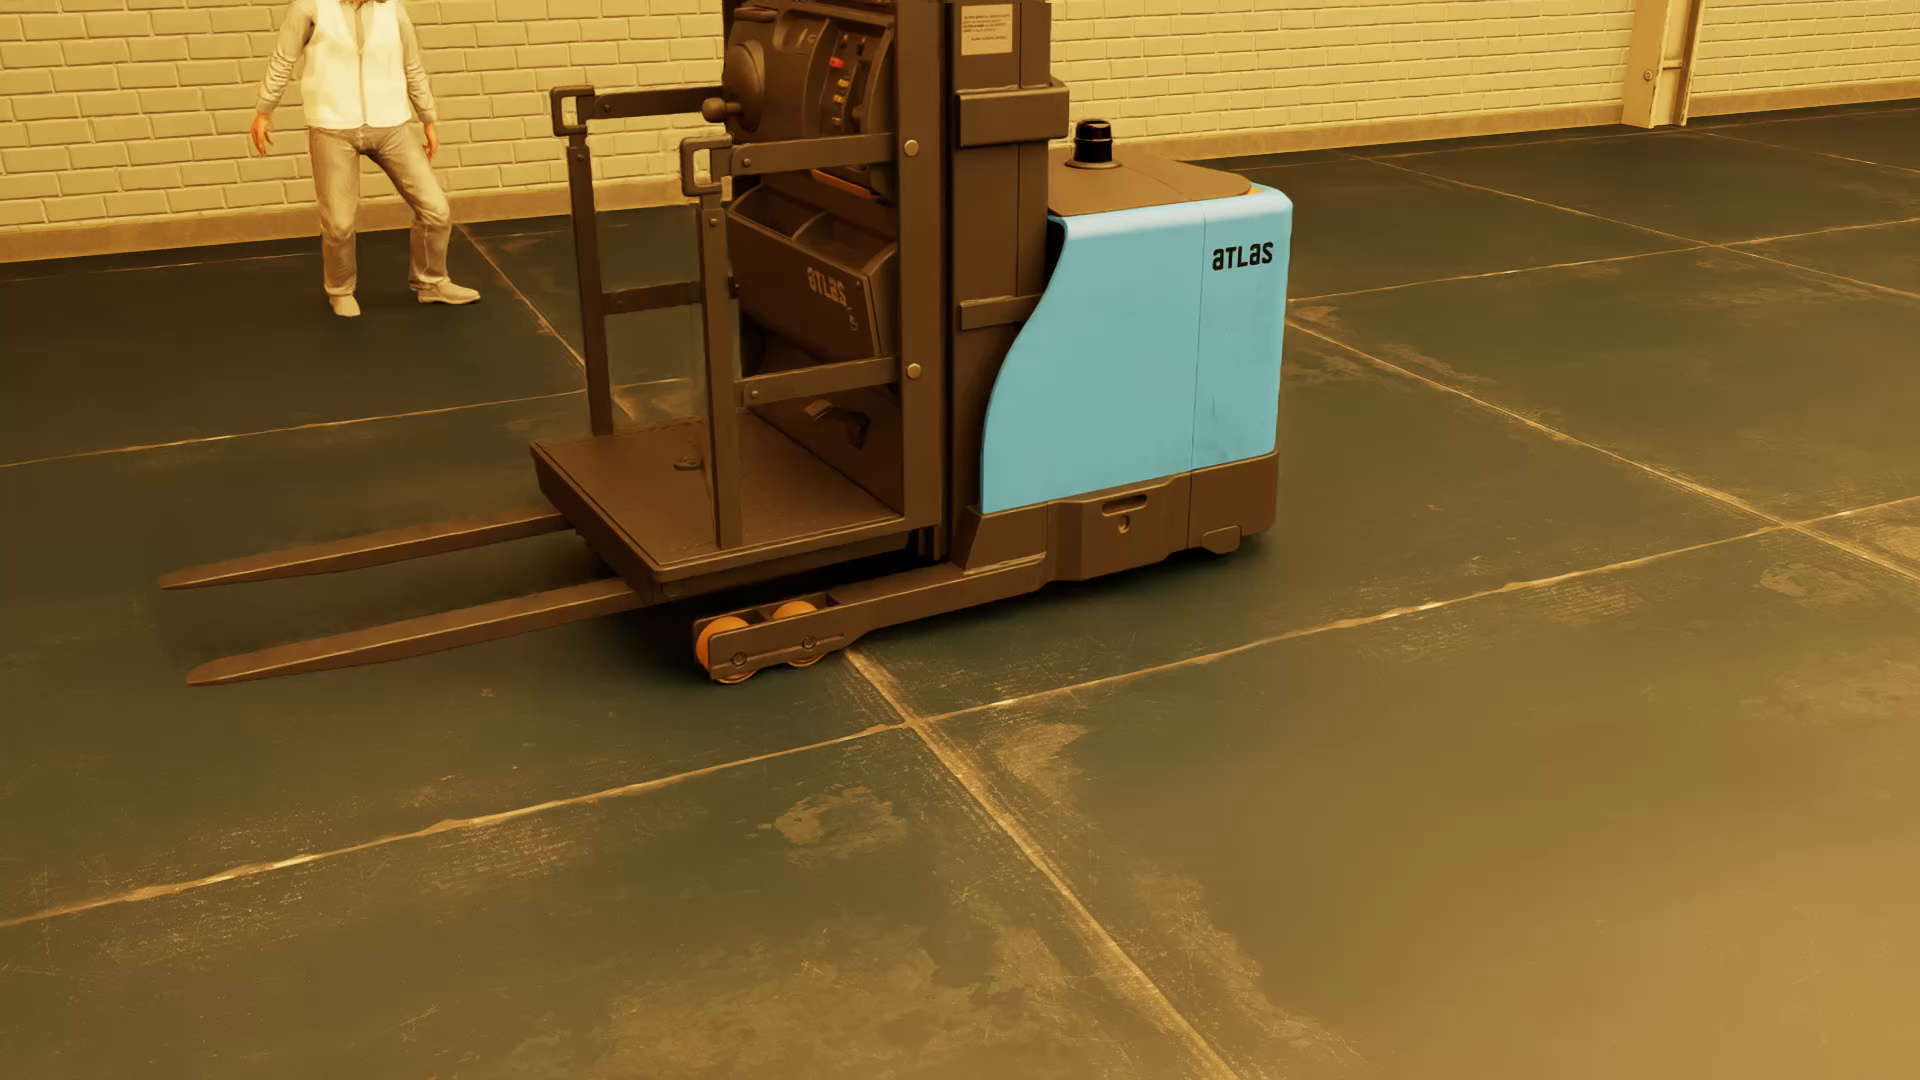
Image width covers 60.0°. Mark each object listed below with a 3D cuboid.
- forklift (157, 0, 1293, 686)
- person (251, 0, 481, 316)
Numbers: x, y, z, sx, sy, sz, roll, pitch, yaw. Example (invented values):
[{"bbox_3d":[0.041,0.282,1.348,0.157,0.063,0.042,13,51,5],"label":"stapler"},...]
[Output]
[{"bbox_3d":[-0.585,-1.220,4.222,3.031,2.935,1.130,-12,26,-27],"label":"forklift"},{"bbox_3d":[-2.661,-1.828,7.340,0.871,1.752,0.480,-12,25,-26],"label":"person"}]
